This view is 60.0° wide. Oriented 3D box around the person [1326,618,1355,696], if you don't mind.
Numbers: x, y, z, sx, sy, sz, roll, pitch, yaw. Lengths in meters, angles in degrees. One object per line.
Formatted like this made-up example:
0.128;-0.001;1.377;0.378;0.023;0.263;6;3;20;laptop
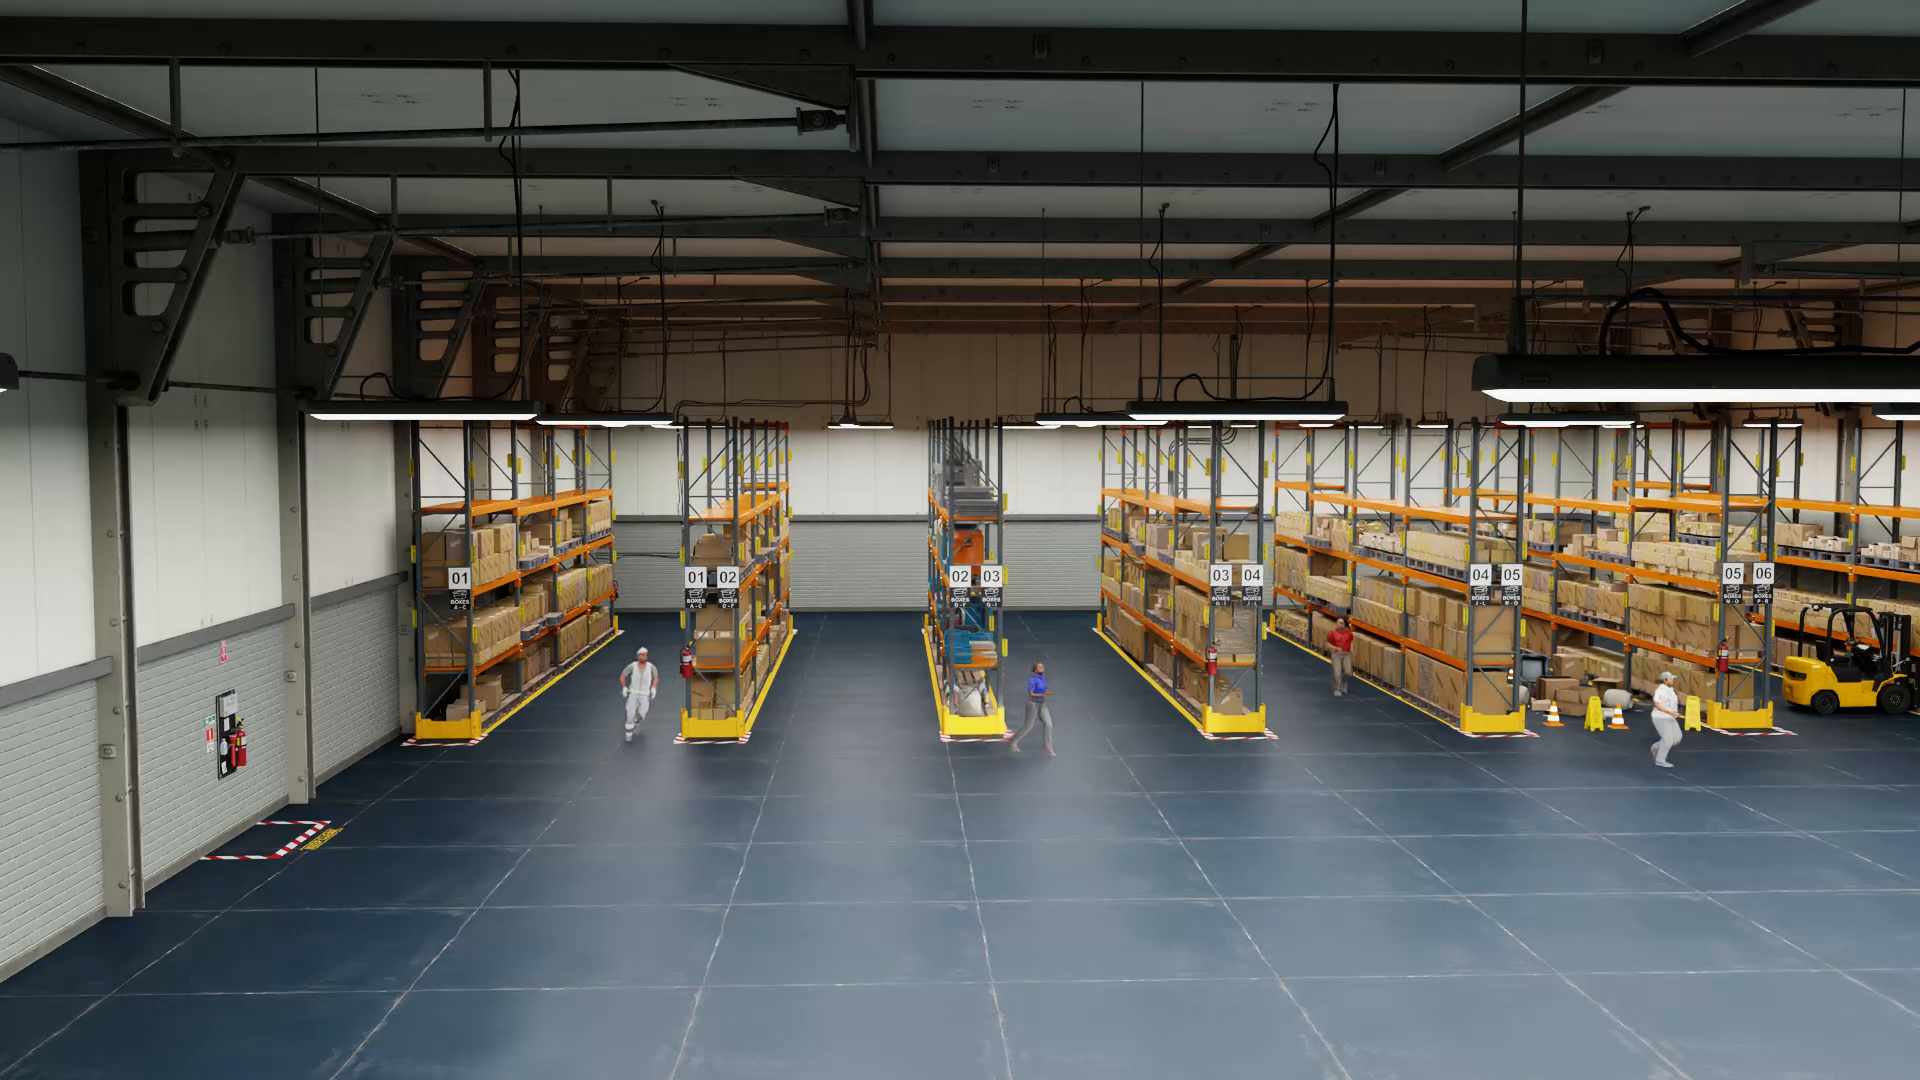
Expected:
8.237;2.535;35.871;0.652;1.687;0.602;0;4;-2;person

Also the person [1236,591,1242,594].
7.808;1.864;46.632;0.486;1.732;0.807;0;4;-7;person

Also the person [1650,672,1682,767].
12.037;3.056;28.400;0.545;1.631;0.611;3;5;43;person

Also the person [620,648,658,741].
-5.942;2.858;30.828;0.708;1.712;0.558;-1;4;-15;person

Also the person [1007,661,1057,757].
1.304;2.981;29.425;0.900;1.697;0.587;3;5;36;person
